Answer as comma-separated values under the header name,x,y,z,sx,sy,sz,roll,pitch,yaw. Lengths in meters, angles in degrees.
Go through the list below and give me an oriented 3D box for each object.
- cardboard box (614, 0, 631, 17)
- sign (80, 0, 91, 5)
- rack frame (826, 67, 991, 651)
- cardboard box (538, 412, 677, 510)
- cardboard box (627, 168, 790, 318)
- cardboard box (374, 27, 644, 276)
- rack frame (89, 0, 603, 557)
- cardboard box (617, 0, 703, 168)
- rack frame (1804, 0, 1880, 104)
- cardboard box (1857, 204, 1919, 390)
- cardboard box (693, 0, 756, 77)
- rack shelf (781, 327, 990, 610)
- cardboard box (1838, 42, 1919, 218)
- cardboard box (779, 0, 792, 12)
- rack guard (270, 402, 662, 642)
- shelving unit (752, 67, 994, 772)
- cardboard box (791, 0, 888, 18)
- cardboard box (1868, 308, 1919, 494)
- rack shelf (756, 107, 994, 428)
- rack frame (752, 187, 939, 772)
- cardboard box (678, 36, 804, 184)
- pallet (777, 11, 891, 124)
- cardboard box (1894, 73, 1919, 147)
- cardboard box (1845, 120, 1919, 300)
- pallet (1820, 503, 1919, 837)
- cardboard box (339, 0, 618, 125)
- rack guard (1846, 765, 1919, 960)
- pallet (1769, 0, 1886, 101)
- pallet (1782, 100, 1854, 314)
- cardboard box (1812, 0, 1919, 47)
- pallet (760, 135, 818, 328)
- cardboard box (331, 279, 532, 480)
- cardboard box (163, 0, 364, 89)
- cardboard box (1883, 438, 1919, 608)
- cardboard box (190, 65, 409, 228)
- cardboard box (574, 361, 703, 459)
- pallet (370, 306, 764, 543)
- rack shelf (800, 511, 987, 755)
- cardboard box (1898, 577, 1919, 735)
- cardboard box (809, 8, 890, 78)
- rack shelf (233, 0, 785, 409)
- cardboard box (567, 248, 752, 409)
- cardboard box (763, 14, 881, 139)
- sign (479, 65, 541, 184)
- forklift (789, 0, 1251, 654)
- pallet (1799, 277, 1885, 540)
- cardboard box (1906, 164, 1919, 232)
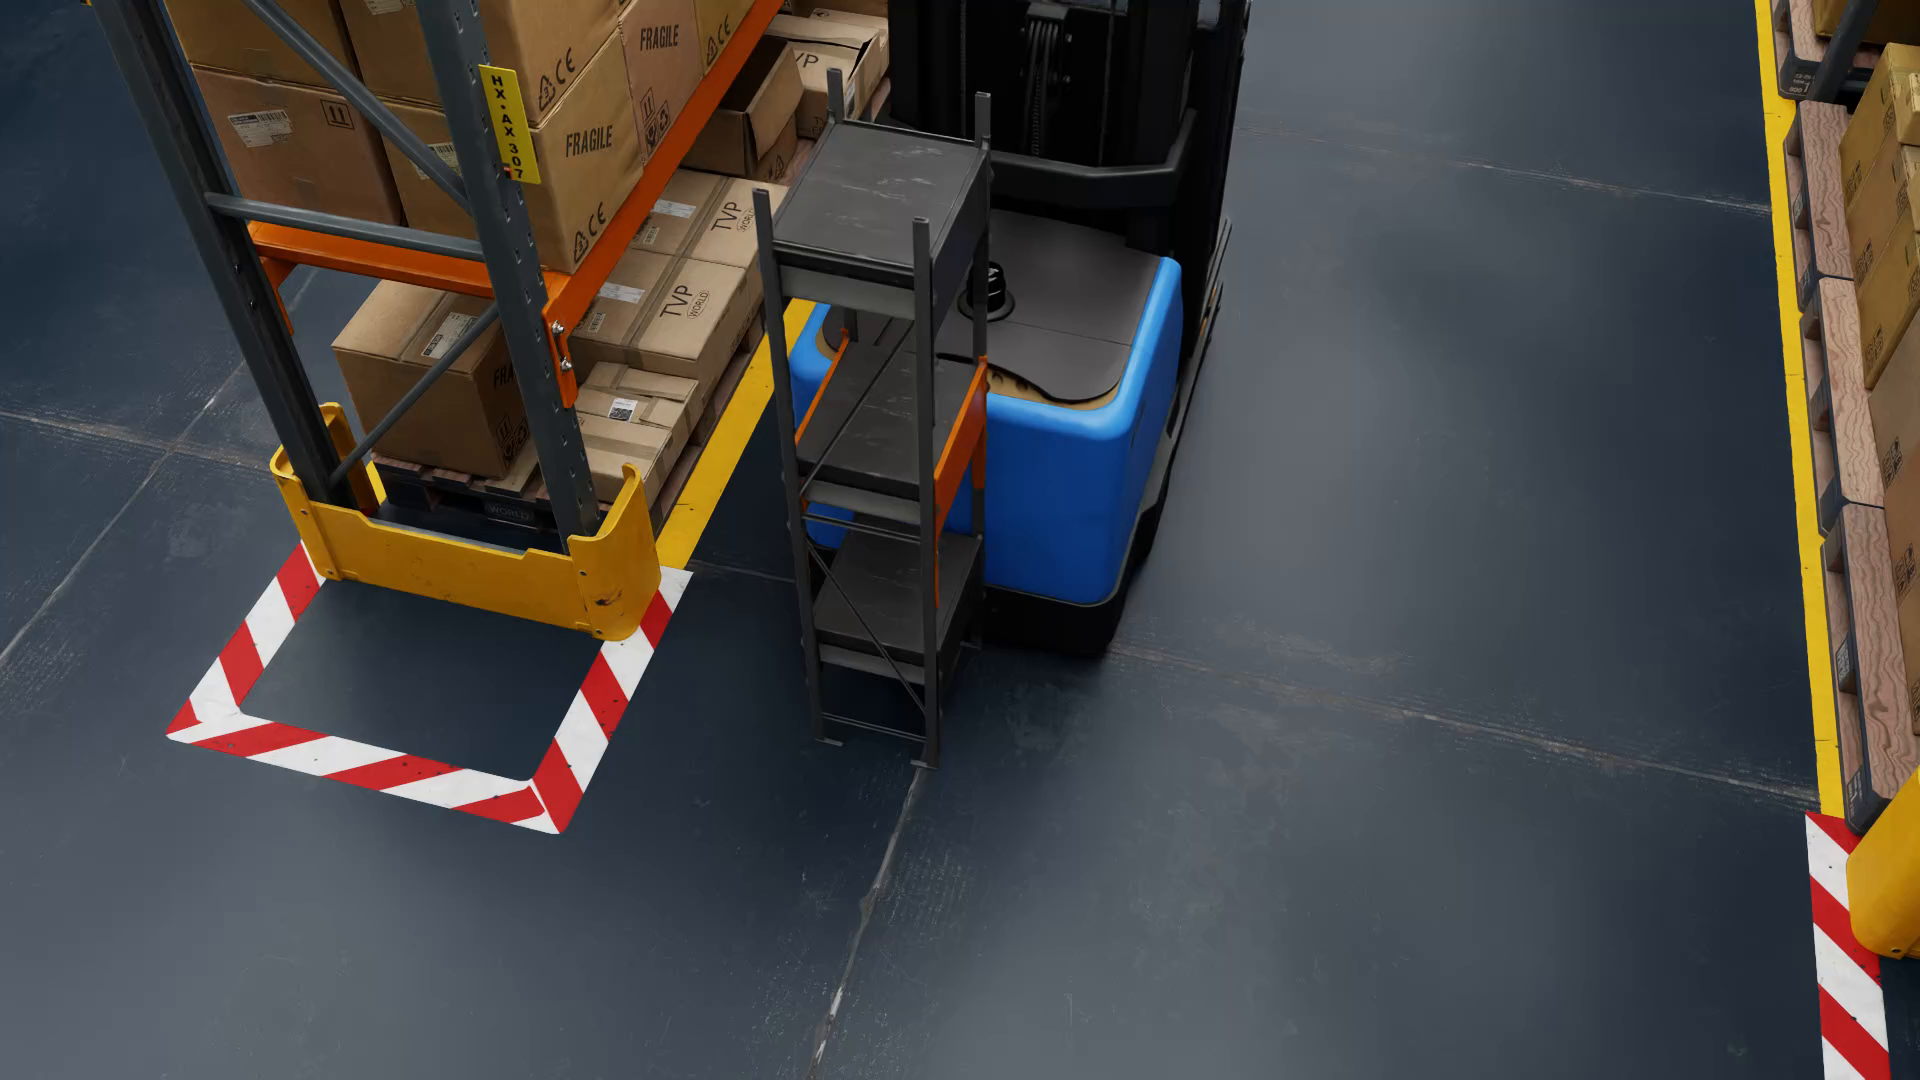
name,x,y,z,sx,sy,sz,roll,pitch,yaw
cardboard box,-1.124,-1.845,4.644,0.500,0.500,0.500,12,50,10
sign,-2.155,-1.444,4.041,0.100,0.325,0.005,12,50,10
rack frame,-0.122,-0.379,4.684,0.400,2.100,0.015,12,50,11
cardboard box,-1.183,-0.270,5.595,0.380,0.149,0.250,12,50,10
cardboard box,-0.945,-1.129,6.286,0.500,0.250,0.500,12,50,10
cardboard box,-1.254,-1.134,4.684,0.500,0.500,0.500,13,50,11
rack frame,-1.625,-0.832,4.484,1.000,3.000,0.127,12,50,10
cardboard box,-1.123,-1.509,5.014,0.500,0.500,0.500,11,50,10
rack frame,4.208,-2.751,6.177,1.000,3.000,0.127,12,50,10
cardboard box,3.639,-0.808,5.850,0.700,0.500,0.500,13,50,11
cardboard box,-0.988,-1.871,5.334,0.500,0.500,0.500,11,50,10
rack shelf,-0.191,-0.195,4.539,0.431,0.518,0.480,12,50,11
cardboard box,3.912,-1.542,6.497,0.700,0.500,0.500,12,50,11
cardboard box,-0.892,-2.721,7.650,0.500,0.311,0.500,12,50,10
rack guard,-1.605,-0.060,5.470,1.175,0.500,0.348,12,50,10
shelving unit,-0.191,-0.204,4.529,0.431,2.100,0.503,12,50,11
cardboard box,-0.449,-2.576,7.397,0.500,0.500,0.500,12,50,10
cardboard box,3.506,-0.421,5.508,0.700,0.500,0.500,10,49,9
rack shelf,-0.191,-0.658,4.015,0.431,0.518,0.480,12,50,11
rack frame,-0.259,-0.028,4.374,0.400,2.100,0.015,12,50,11
cardboard box,-1.062,-1.685,6.608,0.797,0.503,0.637,12,50,10
pallet,-0.754,-2.306,7.645,1.003,0.211,1.213,12,50,10
cardboard box,3.646,-1.545,6.067,0.380,0.149,0.250,13,50,11
cardboard box,3.776,-1.179,6.177,0.700,0.500,0.500,11,50,10
pallet,3.290,0.471,5.193,1.003,0.211,1.213,12,50,10
cardboard box,-1.254,-1.465,4.309,0.500,0.500,0.500,13,50,11
rack guard,3.148,0.987,4.546,1.175,0.500,0.348,12,50,10
pallet,4.338,-2.401,7.728,1.003,0.211,1.213,12,50,10
pallet,3.932,-1.294,6.751,1.003,0.211,1.213,12,50,10
cardboard box,4.253,-2.674,7.263,0.750,0.750,0.750,12,50,10
pallet,-1.073,-1.421,6.864,1.003,0.211,1.213,12,50,10
cardboard box,-1.720,-0.593,5.646,0.500,0.500,0.500,12,50,10
cardboard box,-1.773,-1.573,4.404,0.500,0.500,0.500,11,50,10
cardboard box,3.374,-0.057,5.187,0.700,0.500,0.500,11,50,10
cardboard box,-1.770,-1.243,4.780,0.500,0.500,0.500,13,50,11
cardboard box,-1.118,-0.456,5.748,0.380,0.166,0.250,12,50,10
pallet,-1.396,-0.541,6.087,1.003,0.211,1.213,12,50,10
rack shelf,-0.191,0.269,5.064,0.431,0.518,0.480,12,50,11
cardboard box,3.243,0.305,4.868,0.700,0.500,0.500,12,50,10
cardboard box,-0.490,-2.177,7.279,0.380,0.149,0.250,12,50,10
rack shelf,-1.099,-2.041,6.031,1.077,0.370,4.000,12,50,10
cardboard box,-1.077,-0.767,5.967,0.500,0.250,0.500,12,50,10
cardboard box,-0.646,-1.971,6.989,0.500,0.311,0.500,12,50,10
sign,-1.102,-1.012,4.065,0.100,0.325,0.005,12,50,10
forklift,0.390,-1.737,5.328,1.130,2.935,3.031,12,50,11
pallet,3.613,-0.408,5.970,1.003,0.211,1.213,12,50,10
cardboard box,3.508,-1.167,5.734,0.380,0.149,0.250,10,49,9
